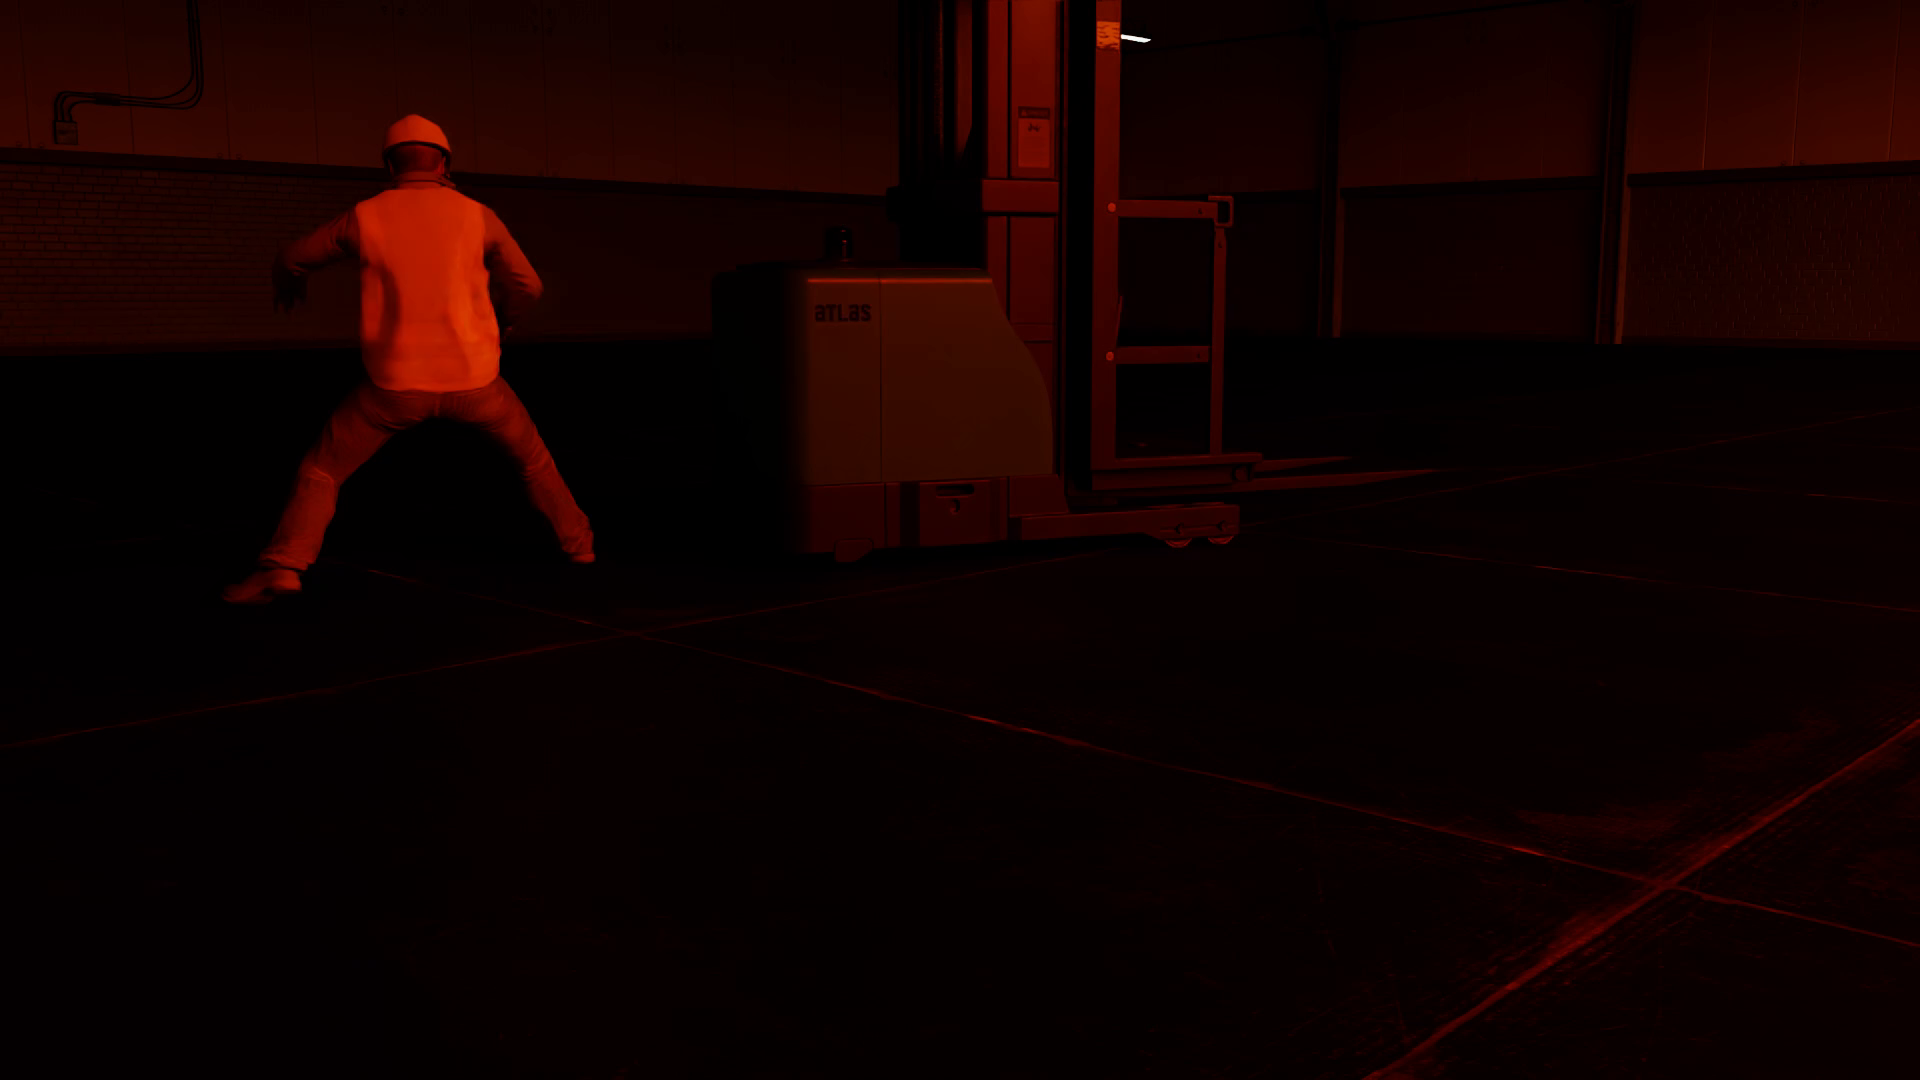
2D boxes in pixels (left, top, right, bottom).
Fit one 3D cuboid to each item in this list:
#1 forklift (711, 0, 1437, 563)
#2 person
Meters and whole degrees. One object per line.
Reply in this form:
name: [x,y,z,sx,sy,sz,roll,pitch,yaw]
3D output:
forklift: [0.559,-1.486,6.742,3.031,2.935,1.130,-4,9,-23]
person: [-1.859,-0.633,5.635,1.225,1.570,0.929,-3,9,-18]
